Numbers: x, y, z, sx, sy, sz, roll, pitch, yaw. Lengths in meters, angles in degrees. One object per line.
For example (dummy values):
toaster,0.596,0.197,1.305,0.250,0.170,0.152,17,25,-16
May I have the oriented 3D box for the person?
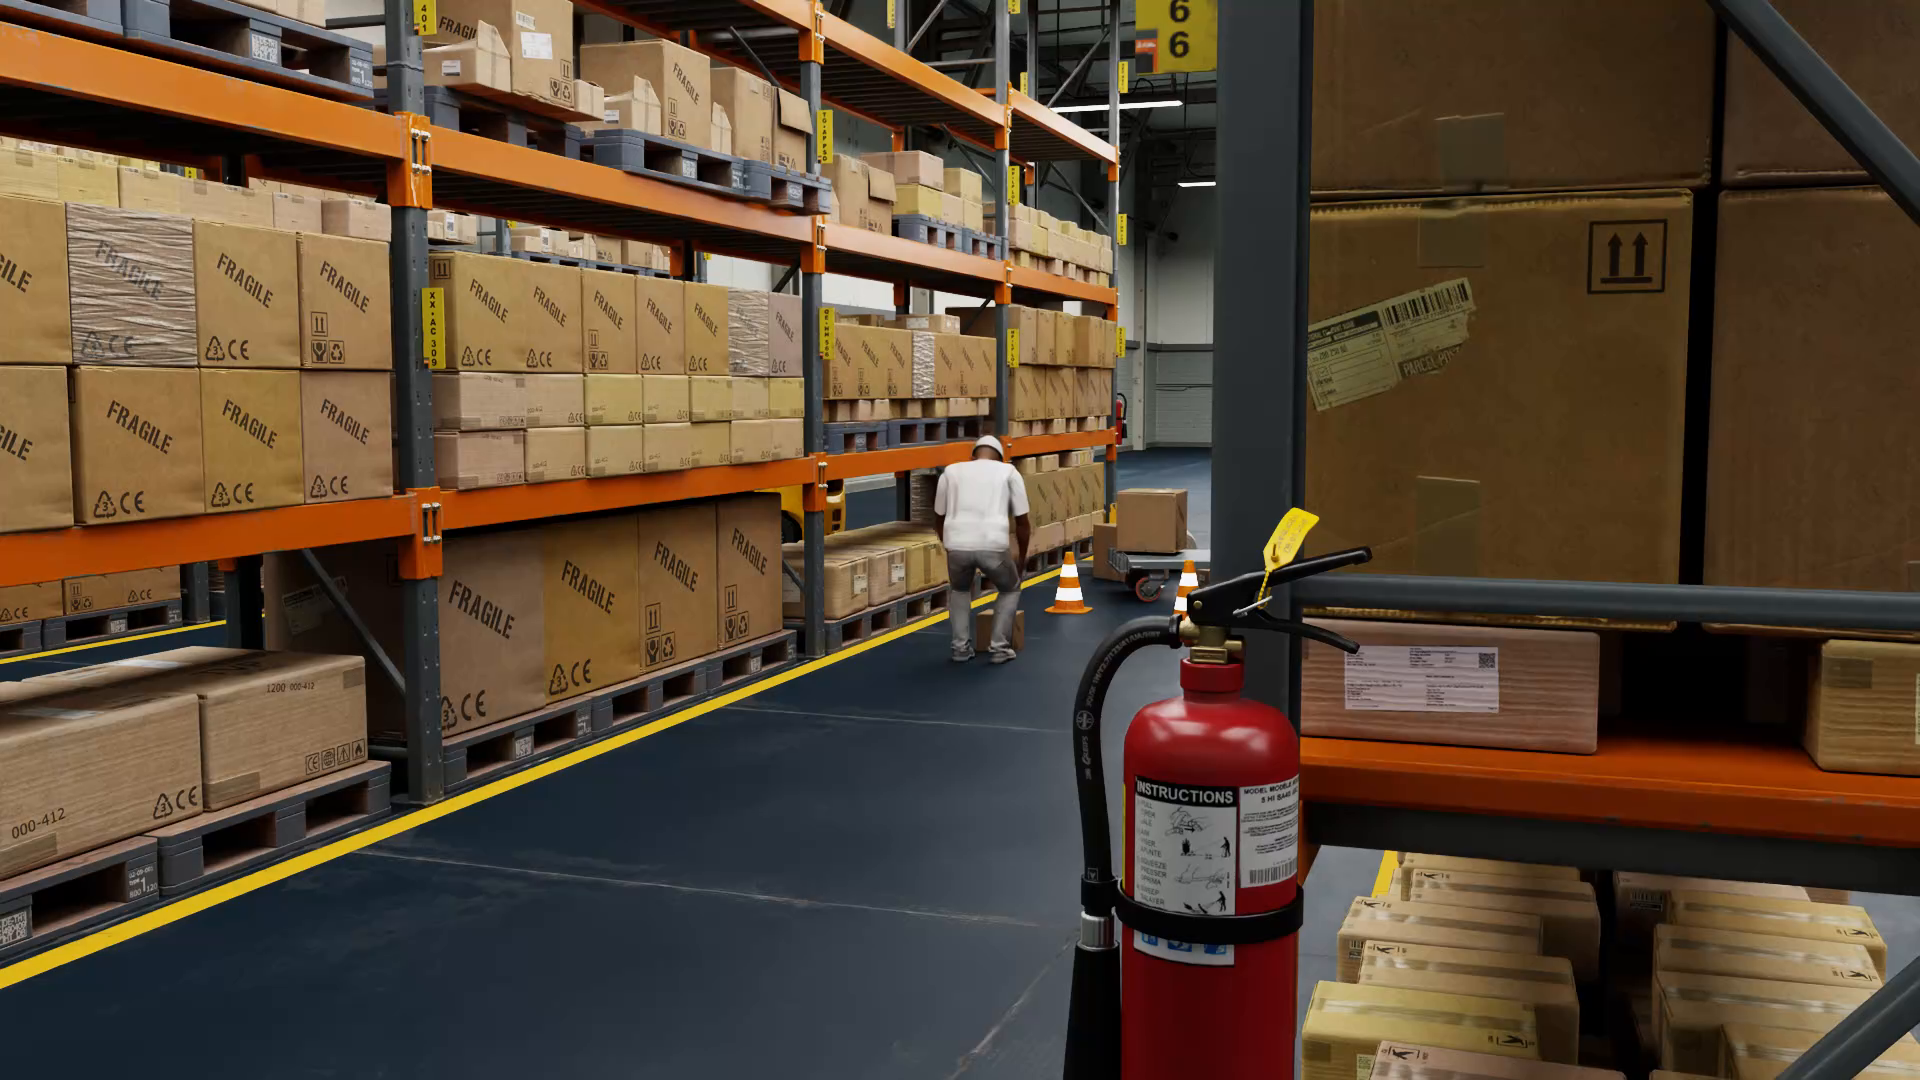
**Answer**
person,0.118,0.053,10.664,0.631,1.428,0.747,1,5,16
